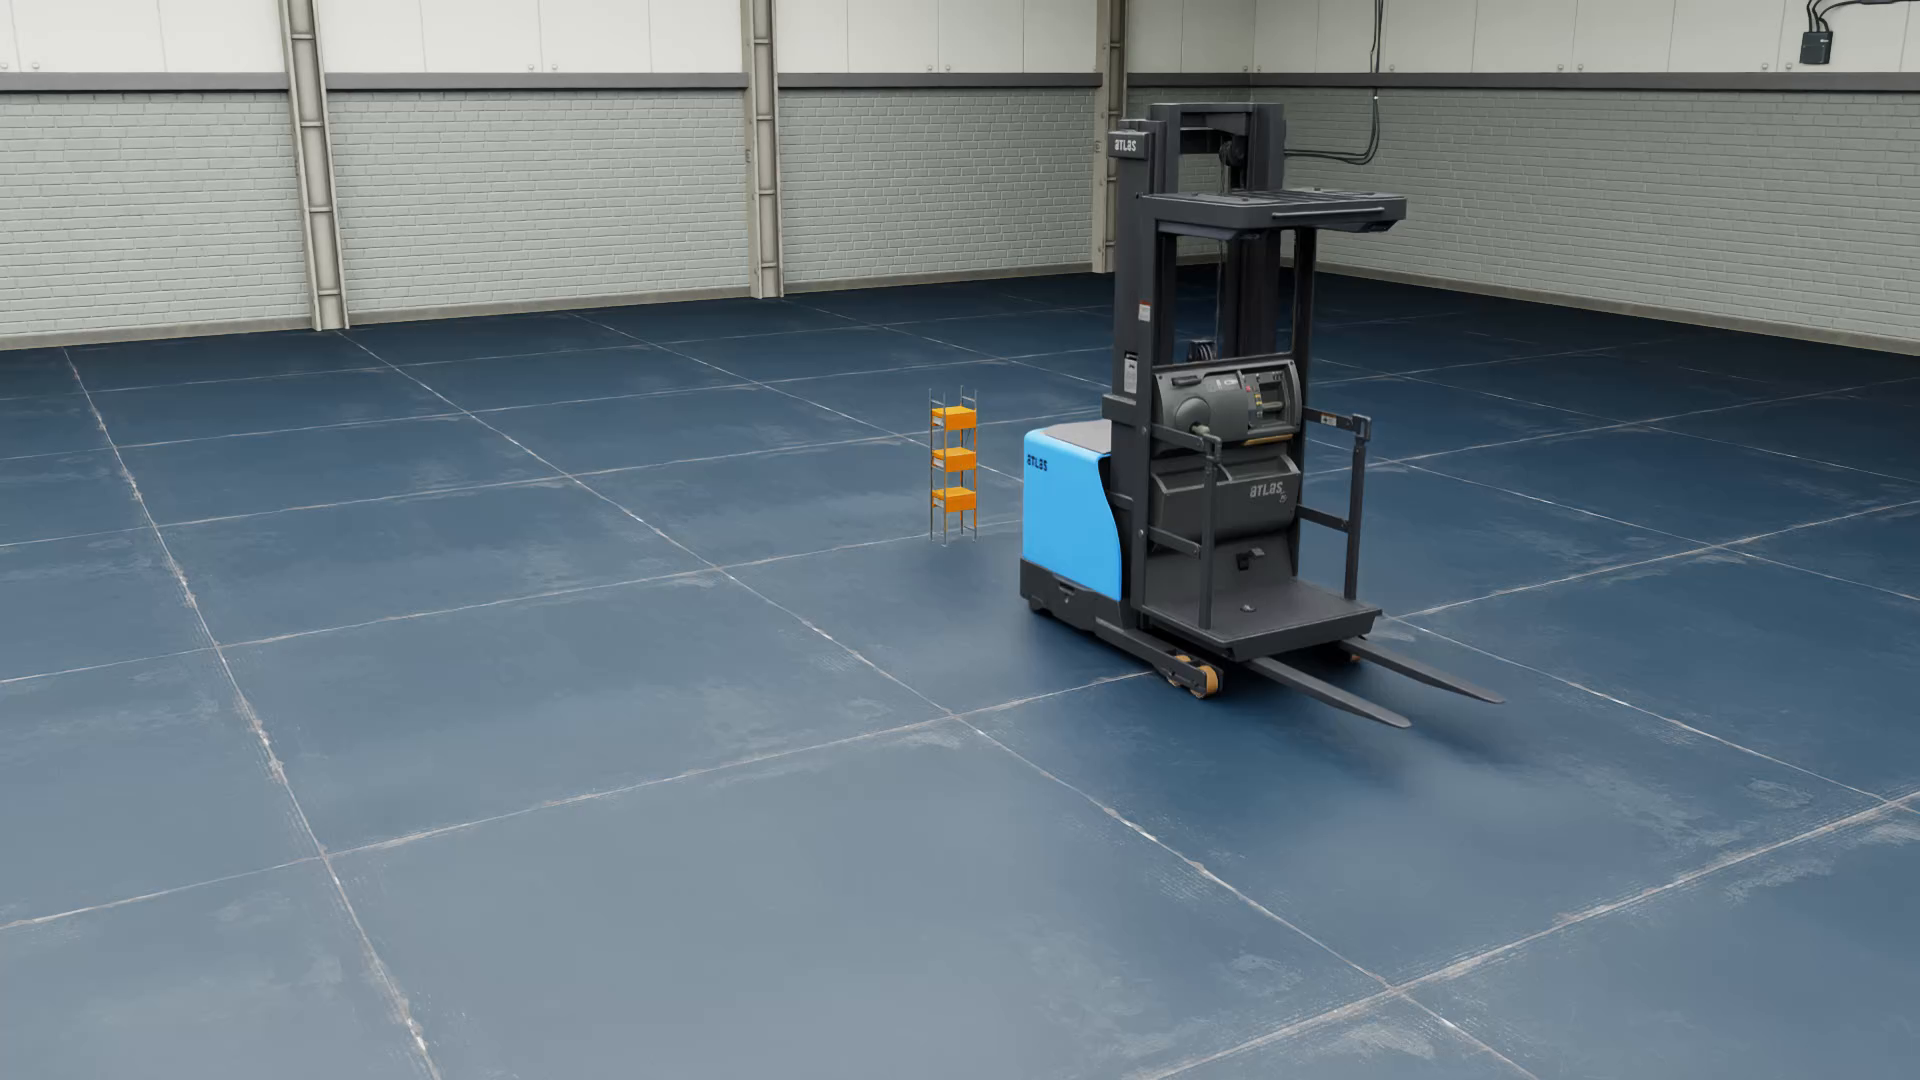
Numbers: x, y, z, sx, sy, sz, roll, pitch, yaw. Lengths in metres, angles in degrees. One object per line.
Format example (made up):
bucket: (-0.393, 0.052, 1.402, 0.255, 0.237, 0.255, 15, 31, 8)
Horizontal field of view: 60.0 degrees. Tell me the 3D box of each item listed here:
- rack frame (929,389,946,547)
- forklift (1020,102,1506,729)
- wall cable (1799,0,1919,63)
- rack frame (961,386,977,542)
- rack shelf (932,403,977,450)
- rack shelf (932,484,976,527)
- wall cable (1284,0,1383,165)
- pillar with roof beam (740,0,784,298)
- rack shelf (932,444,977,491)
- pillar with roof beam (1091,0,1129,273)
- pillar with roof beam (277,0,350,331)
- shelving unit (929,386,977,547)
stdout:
rack frame: (-0.150, -0.481, 11.181, 0.008, 1.050, 0.200, -9, 18, -30)
forklift: (1.536, -0.743, 8.630, 1.130, 2.935, 3.031, -9, 18, -29)
wall cable: (10.451, -8.211, 17.729, 0.169, 6.003, 2.305, -9, 18, -30)
rack frame: (0.059, -0.515, 11.302, 0.008, 1.050, 0.200, -9, 18, -30)
rack shelf: (-0.046, -0.761, 11.168, 0.240, 0.259, 0.215, -9, 18, -30)
rack shelf: (-0.046, -0.220, 11.319, 0.240, 0.259, 0.215, -9, 18, -30)
wall cable: (5.575, -7.277, 26.451, 0.112, 2.526, 3.097, -9, 18, -30)
pillar with roof beam: (-0.557, -6.839, 19.134, 0.400, 9.000, 9.100, -9, 18, -30)
rack shelf: (-0.046, -0.488, 11.244, 0.240, 0.259, 0.215, -9, 18, -30)
pillar with roof beam: (4.586, -7.673, 22.109, 0.400, 9.000, 9.100, -9, 18, -30)
pillar with roof beam: (-5.700, -6.005, 16.159, 0.400, 9.000, 9.100, -9, 18, -30)
shelving unit: (-0.046, -0.498, 11.242, 0.252, 1.050, 0.215, -9, 18, -30)
